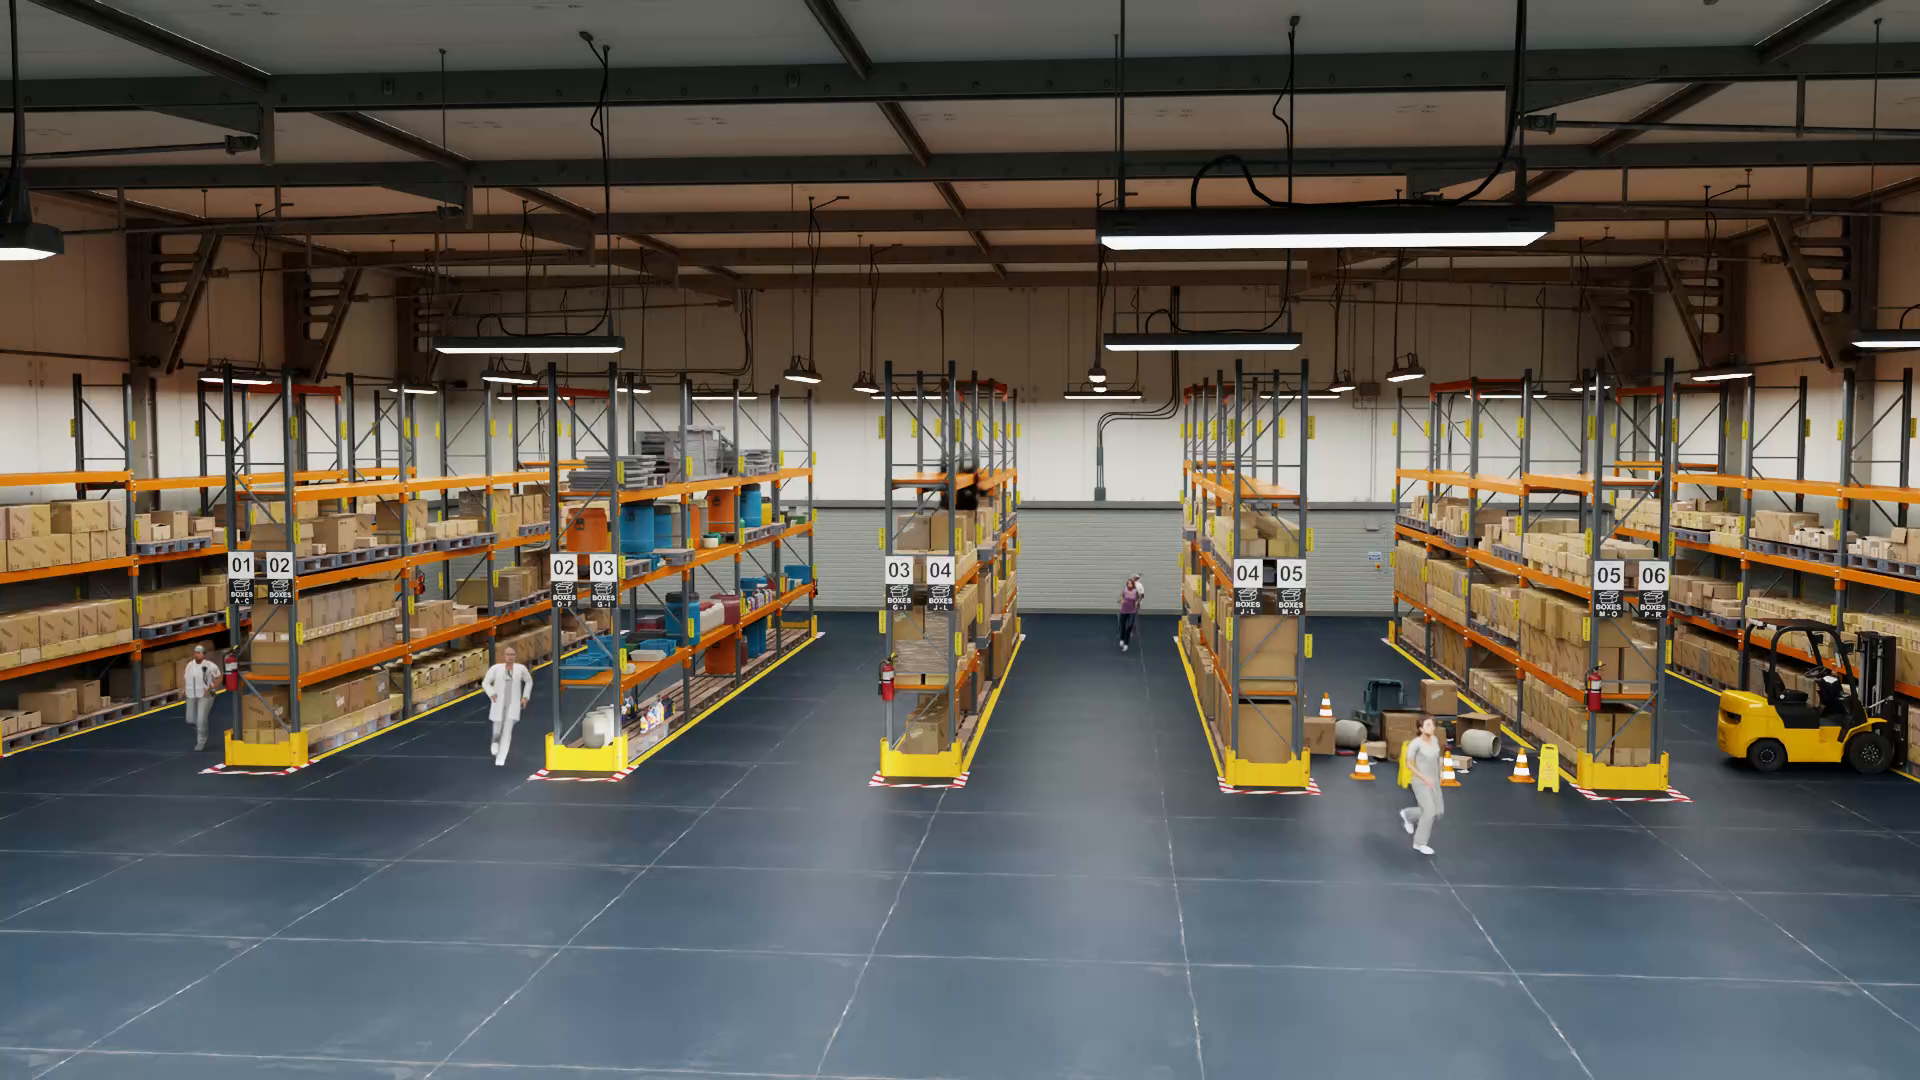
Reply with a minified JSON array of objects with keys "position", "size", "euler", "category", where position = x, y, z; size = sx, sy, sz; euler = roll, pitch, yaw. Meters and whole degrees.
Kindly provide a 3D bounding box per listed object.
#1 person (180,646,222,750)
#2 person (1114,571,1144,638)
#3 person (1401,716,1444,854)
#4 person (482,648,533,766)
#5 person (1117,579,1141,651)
[{"position":[-11.984,2.480,26.295],"size":[0.613,1.616,0.586],"euler":[0,4,1],"category":"person"},{"position":[4.166,1.569,40.126],"size":[0.629,1.666,0.719],"euler":[-3,5,-39],"category":"person"},{"position":[5.505,2.892,19.829],"size":[0.581,1.642,0.636],"euler":[-2,4,-30],"category":"person"},{"position":[-6.811,2.482,25.072],"size":[0.753,1.734,0.808],"euler":[-1,4,-19],"category":"person"},{"position":[3.862,1.704,38.061],"size":[0.541,1.634,0.729],"euler":[0,4,7],"category":"person"}]
